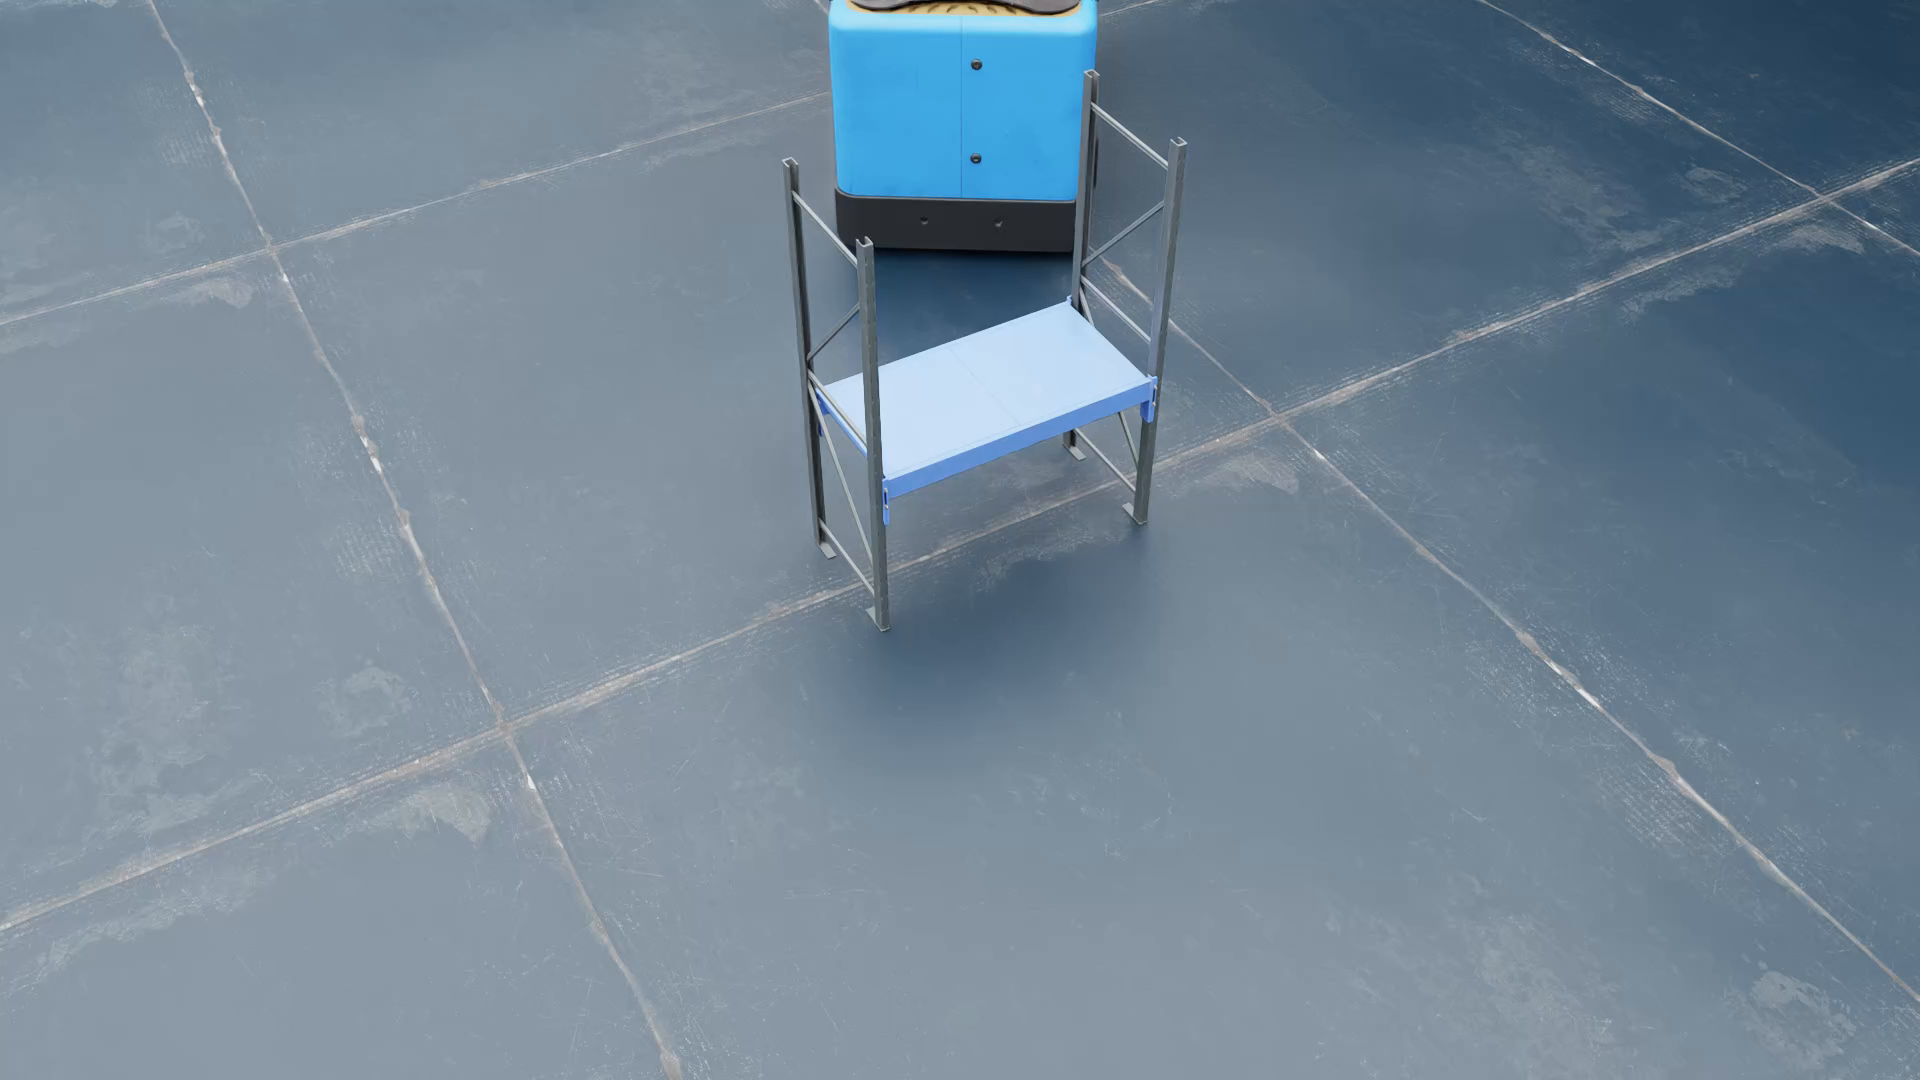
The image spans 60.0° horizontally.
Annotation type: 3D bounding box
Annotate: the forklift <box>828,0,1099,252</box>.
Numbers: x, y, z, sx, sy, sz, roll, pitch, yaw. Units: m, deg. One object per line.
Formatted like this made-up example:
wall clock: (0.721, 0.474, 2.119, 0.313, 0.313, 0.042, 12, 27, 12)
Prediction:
forklift: (0.074, -3.255, 6.999, 1.130, 2.935, 3.031, 2, 44, 2)

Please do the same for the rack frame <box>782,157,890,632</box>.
rack frame: (-0.367, -0.391, 5.076, 0.032, 1.500, 0.500, -22, 48, -21)

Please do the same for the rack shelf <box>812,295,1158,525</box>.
rack shelf: (0.074, -0.439, 5.383, 1.000, 0.185, 0.538, -22, 48, -21)

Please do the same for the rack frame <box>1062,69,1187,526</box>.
rack frame: (0.515, -0.744, 5.440, 0.032, 1.500, 0.500, -22, 48, -21)

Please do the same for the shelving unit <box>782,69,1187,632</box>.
shelving unit: (0.074, -0.568, 5.258, 1.048, 1.500, 0.538, -22, 48, -21)
